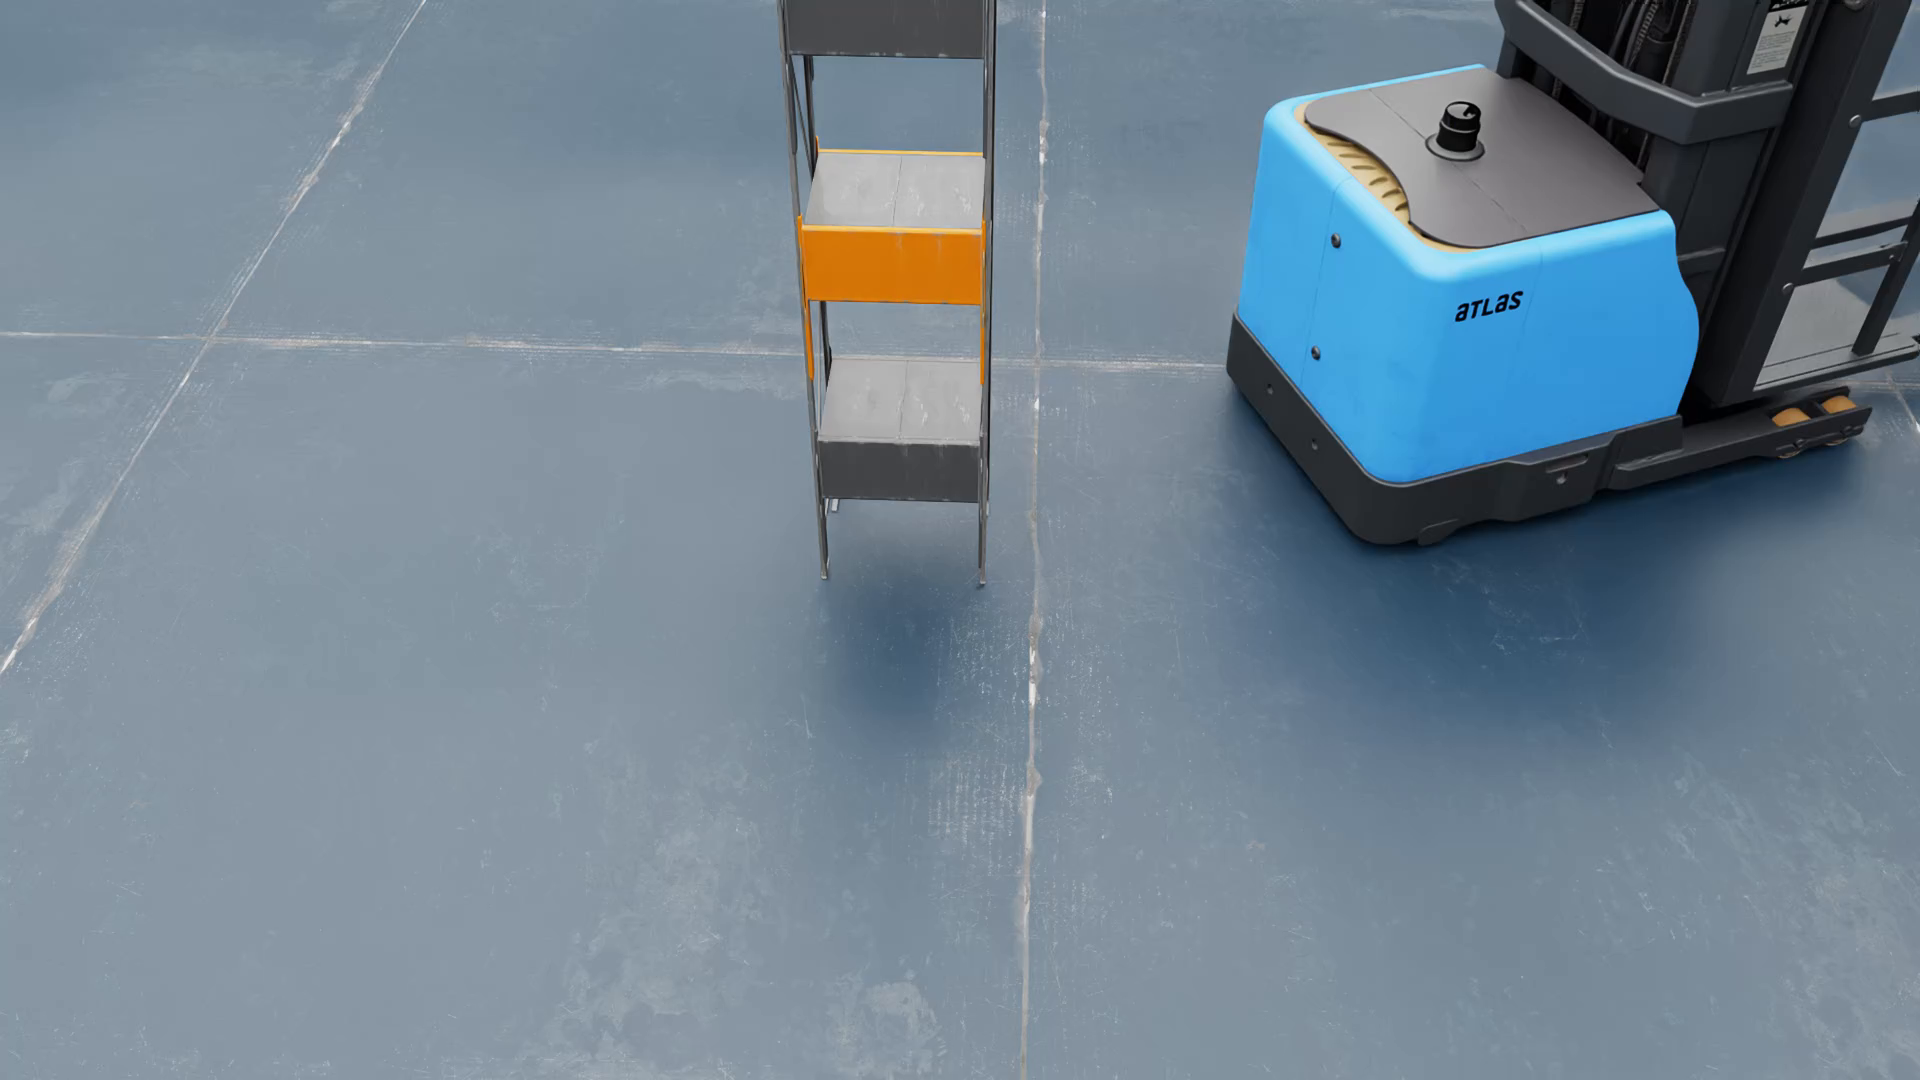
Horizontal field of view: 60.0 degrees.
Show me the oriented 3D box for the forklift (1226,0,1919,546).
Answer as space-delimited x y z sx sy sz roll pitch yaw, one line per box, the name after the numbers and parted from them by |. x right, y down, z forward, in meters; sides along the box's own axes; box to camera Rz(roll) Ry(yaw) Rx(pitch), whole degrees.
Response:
2.497 -1.671 4.893 3.031 2.935 1.130 -14 45 -14 | forklift

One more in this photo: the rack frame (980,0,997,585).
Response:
0.078 -0.766 4.532 0.015 2.100 0.400 2 43 2 | rack frame

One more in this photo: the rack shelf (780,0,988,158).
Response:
-0.165 -1.276 4.072 0.480 0.518 0.431 2 43 2 | rack shelf

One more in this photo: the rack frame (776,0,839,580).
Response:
-0.409 -0.781 4.548 0.015 2.100 0.400 2 43 2 | rack frame

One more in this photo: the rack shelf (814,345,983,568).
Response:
-0.165 -0.251 5.026 0.480 0.518 0.431 2 43 2 | rack shelf

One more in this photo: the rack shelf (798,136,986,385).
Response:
-0.165 -0.763 4.549 0.480 0.518 0.431 2 43 2 | rack shelf

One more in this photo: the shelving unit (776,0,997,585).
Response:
-0.165 -0.773 4.540 0.503 2.100 0.431 2 43 2 | shelving unit
